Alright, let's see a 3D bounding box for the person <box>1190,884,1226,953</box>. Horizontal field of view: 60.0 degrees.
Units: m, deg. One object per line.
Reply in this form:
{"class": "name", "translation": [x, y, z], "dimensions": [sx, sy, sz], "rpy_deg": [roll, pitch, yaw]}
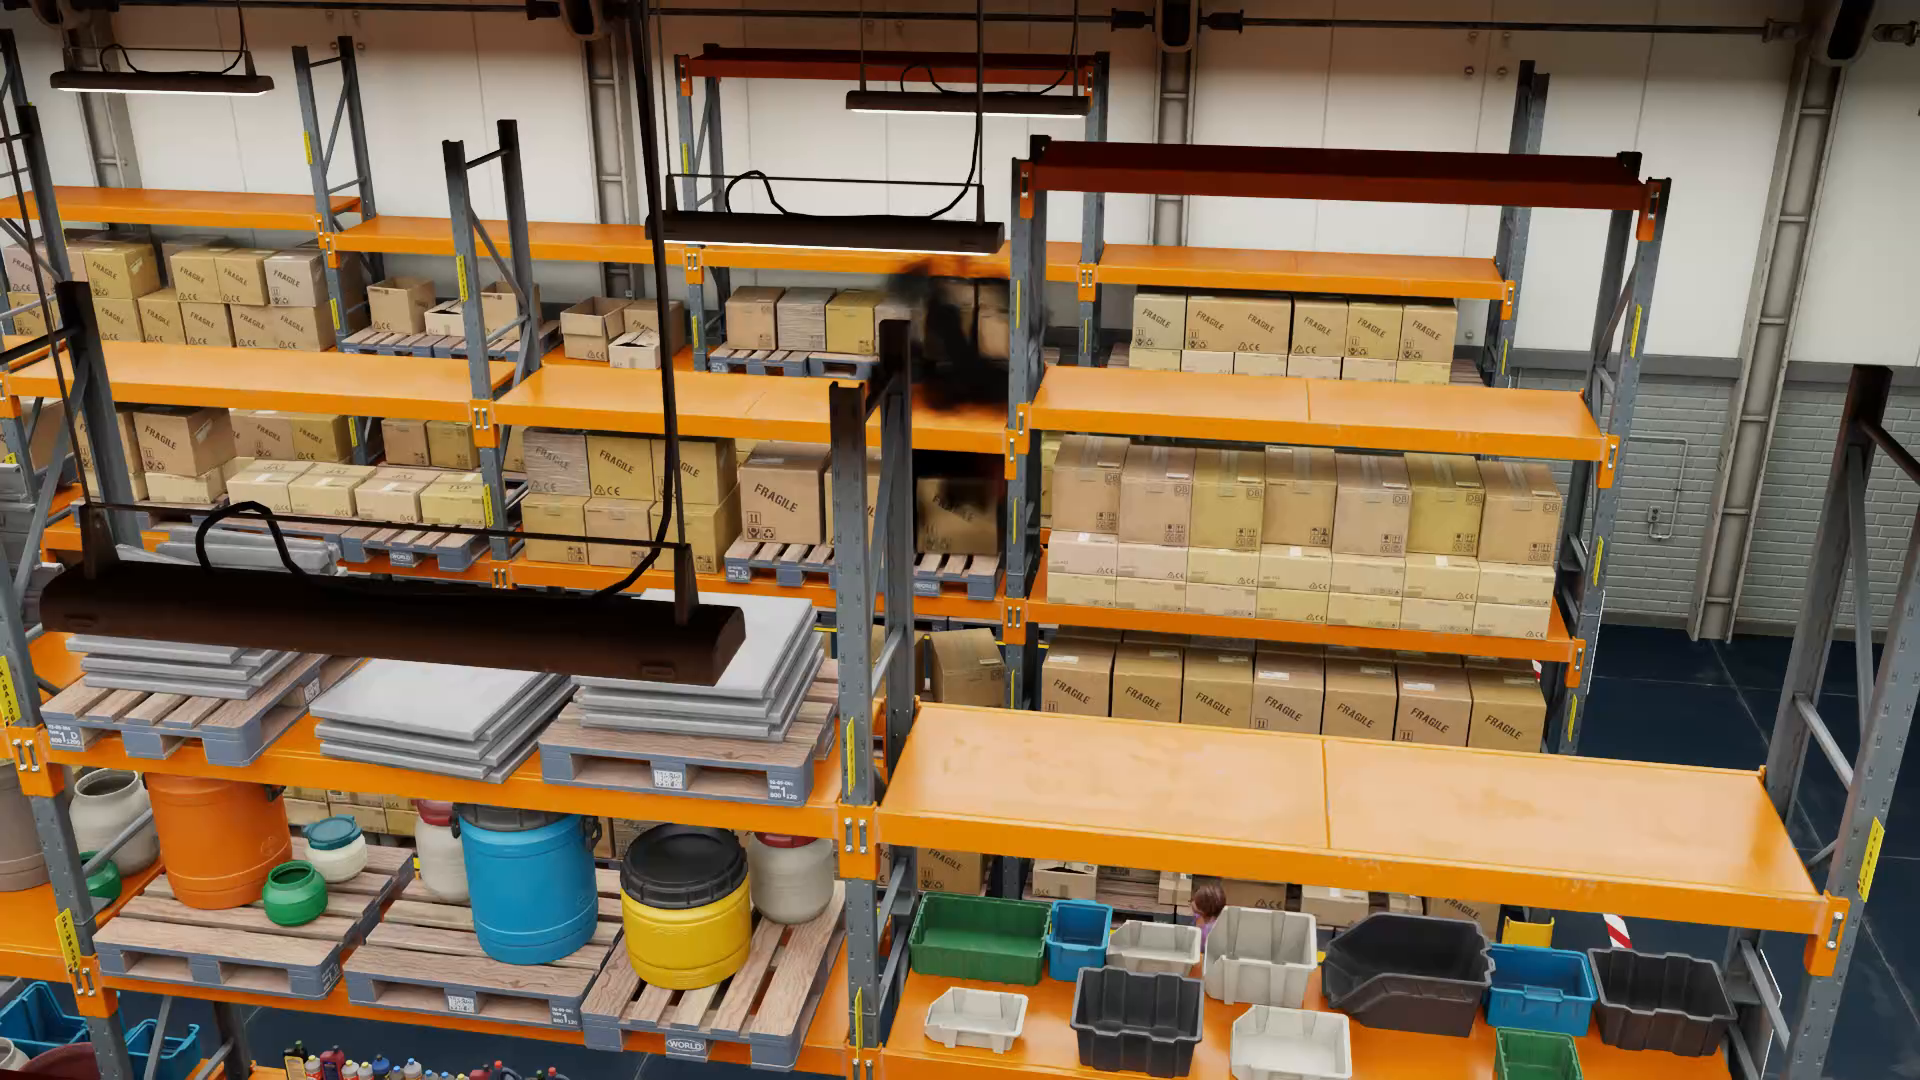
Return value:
{"class": "person", "translation": [1.778, 3.007, 11.304], "dimensions": [0.751, 1.575, 0.530], "rpy_deg": [-2, 23, -4]}
